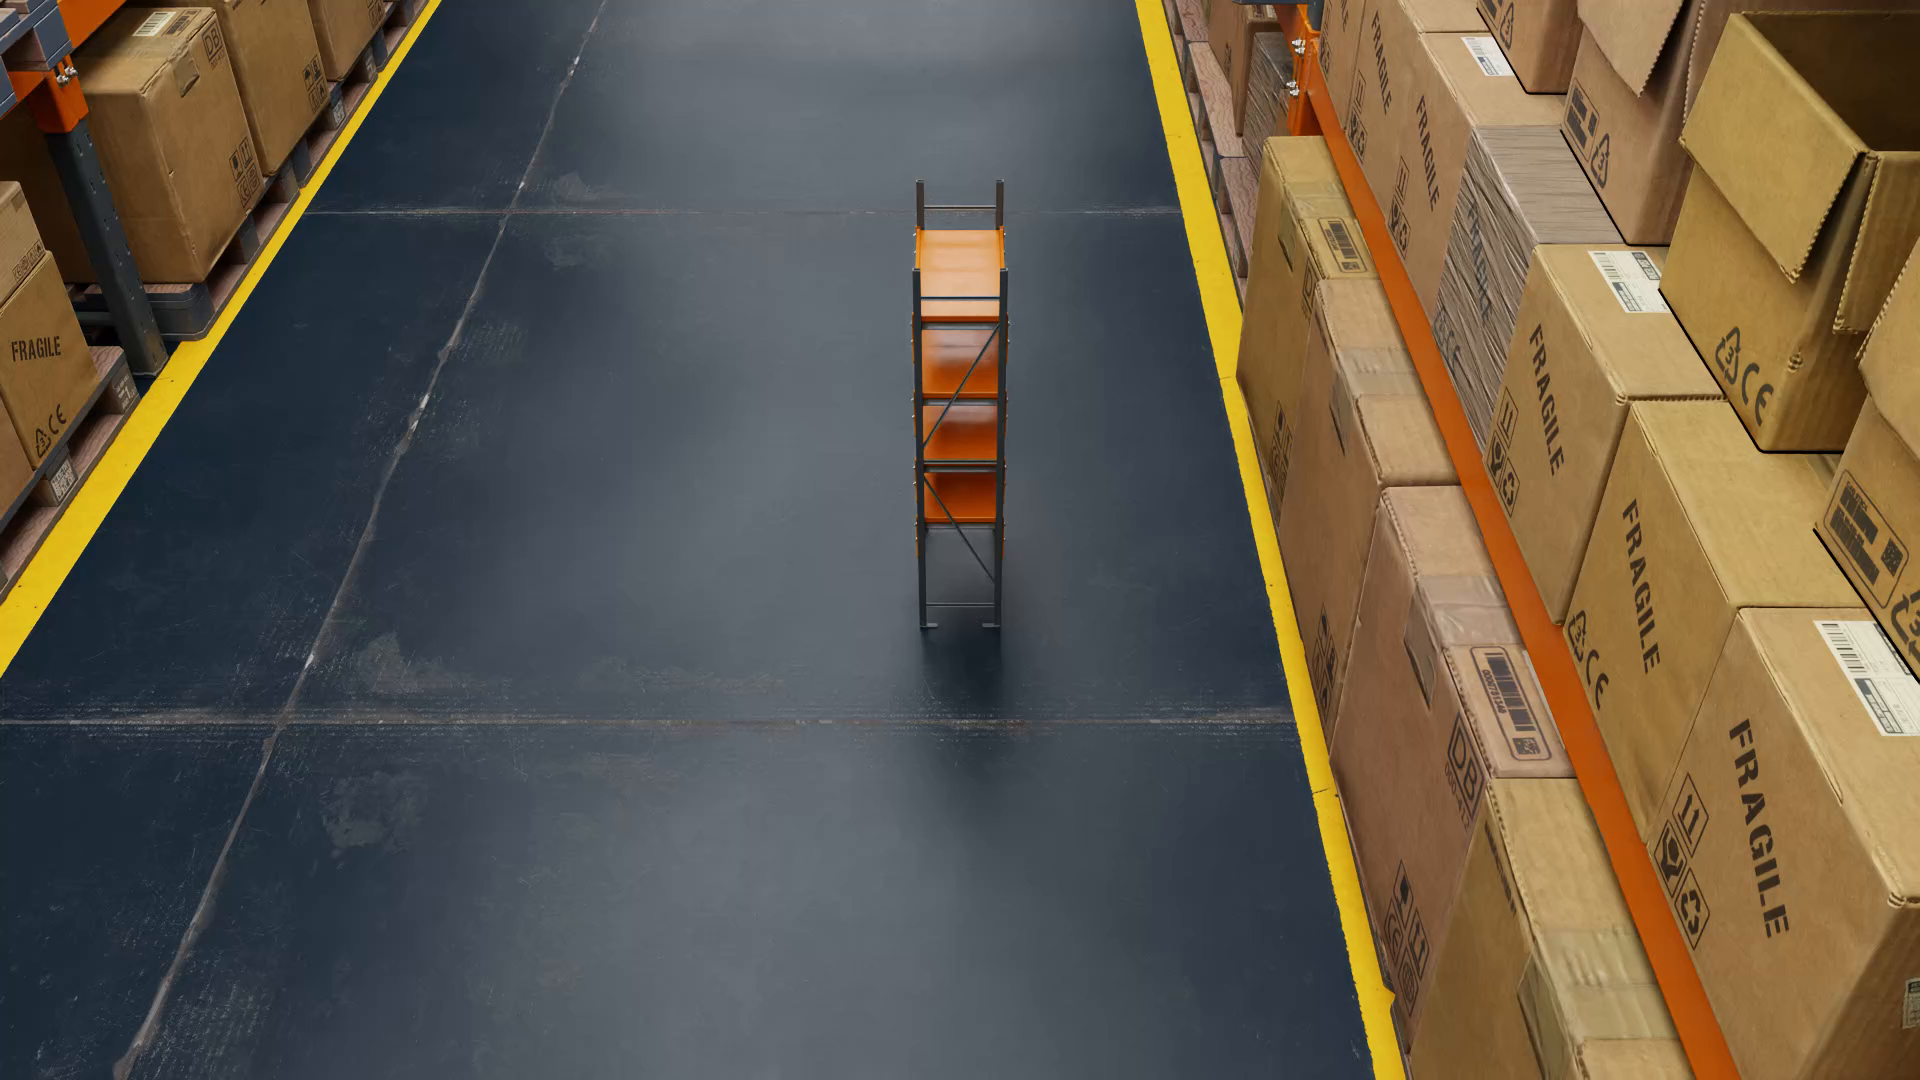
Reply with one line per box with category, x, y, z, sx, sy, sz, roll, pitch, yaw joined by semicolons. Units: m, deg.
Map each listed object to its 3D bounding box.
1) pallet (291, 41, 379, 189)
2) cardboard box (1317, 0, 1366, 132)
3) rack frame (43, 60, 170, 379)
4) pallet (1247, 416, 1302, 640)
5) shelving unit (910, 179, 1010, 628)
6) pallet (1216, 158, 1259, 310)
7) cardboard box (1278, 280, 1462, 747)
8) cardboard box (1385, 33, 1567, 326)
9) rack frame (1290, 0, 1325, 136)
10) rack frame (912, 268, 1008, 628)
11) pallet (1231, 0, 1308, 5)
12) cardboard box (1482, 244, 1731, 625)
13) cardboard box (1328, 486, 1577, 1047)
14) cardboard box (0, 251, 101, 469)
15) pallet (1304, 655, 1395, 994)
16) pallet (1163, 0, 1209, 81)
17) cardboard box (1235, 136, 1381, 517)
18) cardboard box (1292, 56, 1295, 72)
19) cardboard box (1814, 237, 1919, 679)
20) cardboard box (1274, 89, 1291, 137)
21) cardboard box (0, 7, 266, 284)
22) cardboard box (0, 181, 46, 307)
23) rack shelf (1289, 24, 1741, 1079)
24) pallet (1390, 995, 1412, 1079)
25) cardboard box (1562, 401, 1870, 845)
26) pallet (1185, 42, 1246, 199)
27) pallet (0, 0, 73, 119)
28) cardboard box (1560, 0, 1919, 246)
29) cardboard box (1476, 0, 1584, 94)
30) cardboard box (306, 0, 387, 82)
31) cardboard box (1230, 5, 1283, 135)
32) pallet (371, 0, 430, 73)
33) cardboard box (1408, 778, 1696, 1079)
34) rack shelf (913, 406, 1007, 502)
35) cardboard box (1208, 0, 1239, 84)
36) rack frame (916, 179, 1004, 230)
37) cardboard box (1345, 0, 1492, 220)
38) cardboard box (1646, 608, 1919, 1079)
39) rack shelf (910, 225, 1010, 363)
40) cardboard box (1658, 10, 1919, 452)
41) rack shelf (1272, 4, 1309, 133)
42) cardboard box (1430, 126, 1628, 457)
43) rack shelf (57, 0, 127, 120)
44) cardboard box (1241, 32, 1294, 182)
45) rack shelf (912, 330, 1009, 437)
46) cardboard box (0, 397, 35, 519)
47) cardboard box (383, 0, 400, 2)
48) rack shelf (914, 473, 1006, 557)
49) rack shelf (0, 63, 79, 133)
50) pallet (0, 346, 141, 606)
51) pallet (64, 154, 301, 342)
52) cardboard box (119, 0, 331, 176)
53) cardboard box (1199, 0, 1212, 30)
pallet;-3.308;-1.956;7.522;1.003;0.211;1.213;0;39;0
cardboard box;1.304;-1.465;4.600;0.500;0.500;0.500;1;39;1
rack frame;-3.384;-1.790;5.085;1.000;3.000;0.127;0;39;0
pallet;1.501;-0.149;5.267;1.003;0.211;1.213;0;39;0
shelving unit;0.000;-0.365;4.746;0.258;1.200;0.503;0;39;0
pallet;1.576;-1.131;6.492;1.003;0.211;1.213;0;39;0
cardboard box;1.549;-0.076;4.309;1.225;0.875;0.875;0;39;0
cardboard box;1.311;-0.822;3.797;0.500;0.500;0.500;-1;39;-1
rack frame;1.576;-1.730;5.010;1.000;3.000;0.127;0;39;0
rack frame;0.000;-0.212;4.555;0.240;1.200;0.015;0;39;0
pallet;1.468;-2.101;5.626;1.213;0.211;1.003;0;39;0
cardboard box;1.306;-0.196;3.016;0.500;0.500;0.500;0;39;-1
cardboard box;1.558;0.477;3.619;1.225;0.875;0.875;-1;39;-2
cardboard box;-3.122;-0.567;5.222;0.500;0.500;0.500;0;39;0
pallet;1.500;0.612;4.317;1.003;0.211;1.213;0;39;0
pallet;1.574;-2.657;8.396;1.003;0.211;1.213;0;39;0
cardboard box;1.556;-0.633;5.005;1.225;0.875;0.875;-2;39;-2
cardboard box;1.534;-1.970;6.357;0.500;0.250;0.500;4;39;5
cardboard box;1.571;-0.059;2.042;0.797;0.503;0.637;-1;39;-1
cardboard box;1.555;-1.345;6.177;0.700;0.500;0.500;-2;39;-2
cardboard box;-3.295;-1.457;6.132;1.050;0.750;0.750;-1;39;-1
cardboard box;-3.121;-0.843;4.967;0.500;0.250;0.500;-1;39;-1
rack shelf;1.578;-0.199;3.675;1.077;0.370;4.000;0;39;0
pallet;1.504;1.377;3.363;1.003;0.211;1.213;0;39;0
cardboard box;1.313;0.130;2.609;0.500;0.500;0.500;1;39;1
pallet;1.578;-1.892;7.442;1.003;0.211;1.213;0;39;0
pallet;-3.277;-1.269;4.589;1.213;0.211;1.003;0;39;0
cardboard box;1.566;-0.877;3.063;0.797;0.503;0.637;1;39;1
cardboard box;1.558;-1.296;3.586;0.797;0.503;0.637;1;39;1
cardboard box;-3.301;-2.586;7.541;1.050;0.750;0.750;0;39;0
cardboard box;1.534;-2.047;7.053;0.700;0.500;0.500;3;39;4
pallet;-3.313;-2.721;8.476;1.003;0.211;1.213;0;39;0
cardboard box;1.560;1.036;2.922;1.225;0.875;0.875;0;39;0
rack shelf;0.000;-0.312;4.788;0.258;0.148;0.480;0;39;0
cardboard box;1.533;-2.396;7.488;0.700;0.500;0.500;-3;39;-4
rack frame;0.000;-0.517;4.936;0.240;1.200;0.015;0;39;0
cardboard box;1.307;-1.143;4.197;0.500;0.500;0.500;-1;39;-1
cardboard box;1.307;0.440;2.222;0.500;0.500;0.500;0;39;0
rack shelf;0.000;-0.671;4.500;0.258;0.148;0.480;0;39;0
cardboard box;1.582;-0.488;2.578;0.797;0.503;0.637;0;39;0
rack shelf;1.573;-2.700;6.796;1.077;0.370;4.000;0;39;0
cardboard box;1.310;-0.510;3.407;0.500;0.500;0.500;0;39;0
rack shelf;-3.387;-2.760;6.870;1.077;0.370;4.000;0;39;0
cardboard box;1.542;-1.692;6.610;0.700;0.500;0.500;-3;39;-4
rack shelf;0.000;-0.487;4.648;0.258;0.148;0.480;0;39;0
cardboard box;-3.125;-0.242;4.817;0.500;0.500;0.500;1;39;2
cardboard box;-3.298;-3.189;8.294;1.050;0.750;0.750;0;39;0
rack shelf;0.000;-0.157;4.912;0.258;0.148;0.480;0;39;0
rack shelf;-3.382;-0.258;3.749;1.077;0.370;4.000;0;39;0
pallet;-3.385;-0.213;5.347;1.003;0.211;1.213;0;39;0
pallet;-3.310;-1.195;6.572;1.003;0.211;1.213;0;39;0
cardboard box;-3.299;-2.003;6.814;1.050;0.750;0.750;1;39;1
cardboard box;1.532;-2.746;7.924;0.700;0.500;0.500;0;39;0
